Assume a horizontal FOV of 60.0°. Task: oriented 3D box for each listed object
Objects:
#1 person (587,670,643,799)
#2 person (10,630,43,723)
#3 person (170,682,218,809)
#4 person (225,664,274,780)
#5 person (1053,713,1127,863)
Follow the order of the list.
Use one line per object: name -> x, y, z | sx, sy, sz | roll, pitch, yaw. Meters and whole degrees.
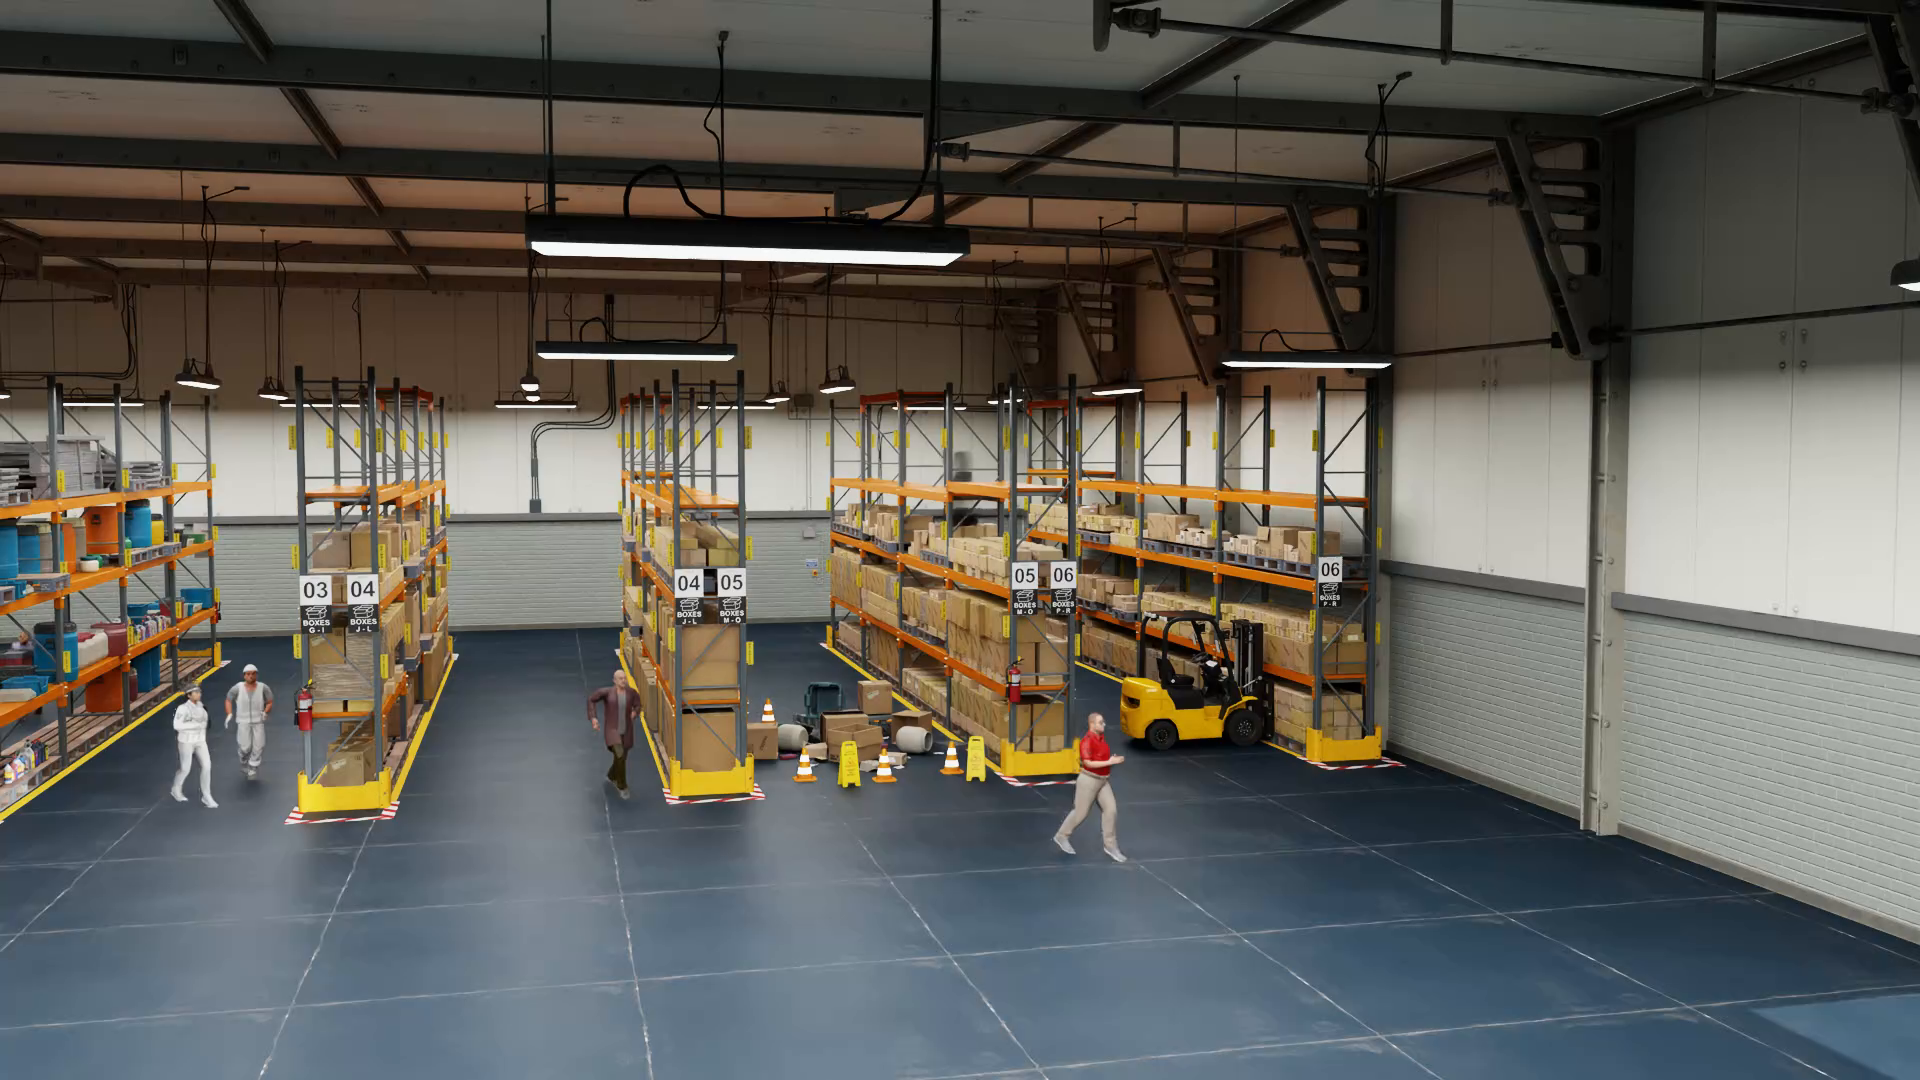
person -> -4.866, 2.757, 23.533 | 0.726, 1.849, 0.881 | -2, 4, -35
person -> -16.742, 2.421, 29.862 | 0.620, 1.670, 0.829 | -1, 4, -14
person -> -10.526, 2.806, 22.722 | 0.801, 1.747, 0.585 | 2, 4, 25
person -> -10.391, 2.680, 24.331 | 0.670, 1.732, 0.623 | -2, 4, -26
person -> 1.561, 2.940, 19.871 | 0.915, 1.768, 0.642 | 2, 4, 32
